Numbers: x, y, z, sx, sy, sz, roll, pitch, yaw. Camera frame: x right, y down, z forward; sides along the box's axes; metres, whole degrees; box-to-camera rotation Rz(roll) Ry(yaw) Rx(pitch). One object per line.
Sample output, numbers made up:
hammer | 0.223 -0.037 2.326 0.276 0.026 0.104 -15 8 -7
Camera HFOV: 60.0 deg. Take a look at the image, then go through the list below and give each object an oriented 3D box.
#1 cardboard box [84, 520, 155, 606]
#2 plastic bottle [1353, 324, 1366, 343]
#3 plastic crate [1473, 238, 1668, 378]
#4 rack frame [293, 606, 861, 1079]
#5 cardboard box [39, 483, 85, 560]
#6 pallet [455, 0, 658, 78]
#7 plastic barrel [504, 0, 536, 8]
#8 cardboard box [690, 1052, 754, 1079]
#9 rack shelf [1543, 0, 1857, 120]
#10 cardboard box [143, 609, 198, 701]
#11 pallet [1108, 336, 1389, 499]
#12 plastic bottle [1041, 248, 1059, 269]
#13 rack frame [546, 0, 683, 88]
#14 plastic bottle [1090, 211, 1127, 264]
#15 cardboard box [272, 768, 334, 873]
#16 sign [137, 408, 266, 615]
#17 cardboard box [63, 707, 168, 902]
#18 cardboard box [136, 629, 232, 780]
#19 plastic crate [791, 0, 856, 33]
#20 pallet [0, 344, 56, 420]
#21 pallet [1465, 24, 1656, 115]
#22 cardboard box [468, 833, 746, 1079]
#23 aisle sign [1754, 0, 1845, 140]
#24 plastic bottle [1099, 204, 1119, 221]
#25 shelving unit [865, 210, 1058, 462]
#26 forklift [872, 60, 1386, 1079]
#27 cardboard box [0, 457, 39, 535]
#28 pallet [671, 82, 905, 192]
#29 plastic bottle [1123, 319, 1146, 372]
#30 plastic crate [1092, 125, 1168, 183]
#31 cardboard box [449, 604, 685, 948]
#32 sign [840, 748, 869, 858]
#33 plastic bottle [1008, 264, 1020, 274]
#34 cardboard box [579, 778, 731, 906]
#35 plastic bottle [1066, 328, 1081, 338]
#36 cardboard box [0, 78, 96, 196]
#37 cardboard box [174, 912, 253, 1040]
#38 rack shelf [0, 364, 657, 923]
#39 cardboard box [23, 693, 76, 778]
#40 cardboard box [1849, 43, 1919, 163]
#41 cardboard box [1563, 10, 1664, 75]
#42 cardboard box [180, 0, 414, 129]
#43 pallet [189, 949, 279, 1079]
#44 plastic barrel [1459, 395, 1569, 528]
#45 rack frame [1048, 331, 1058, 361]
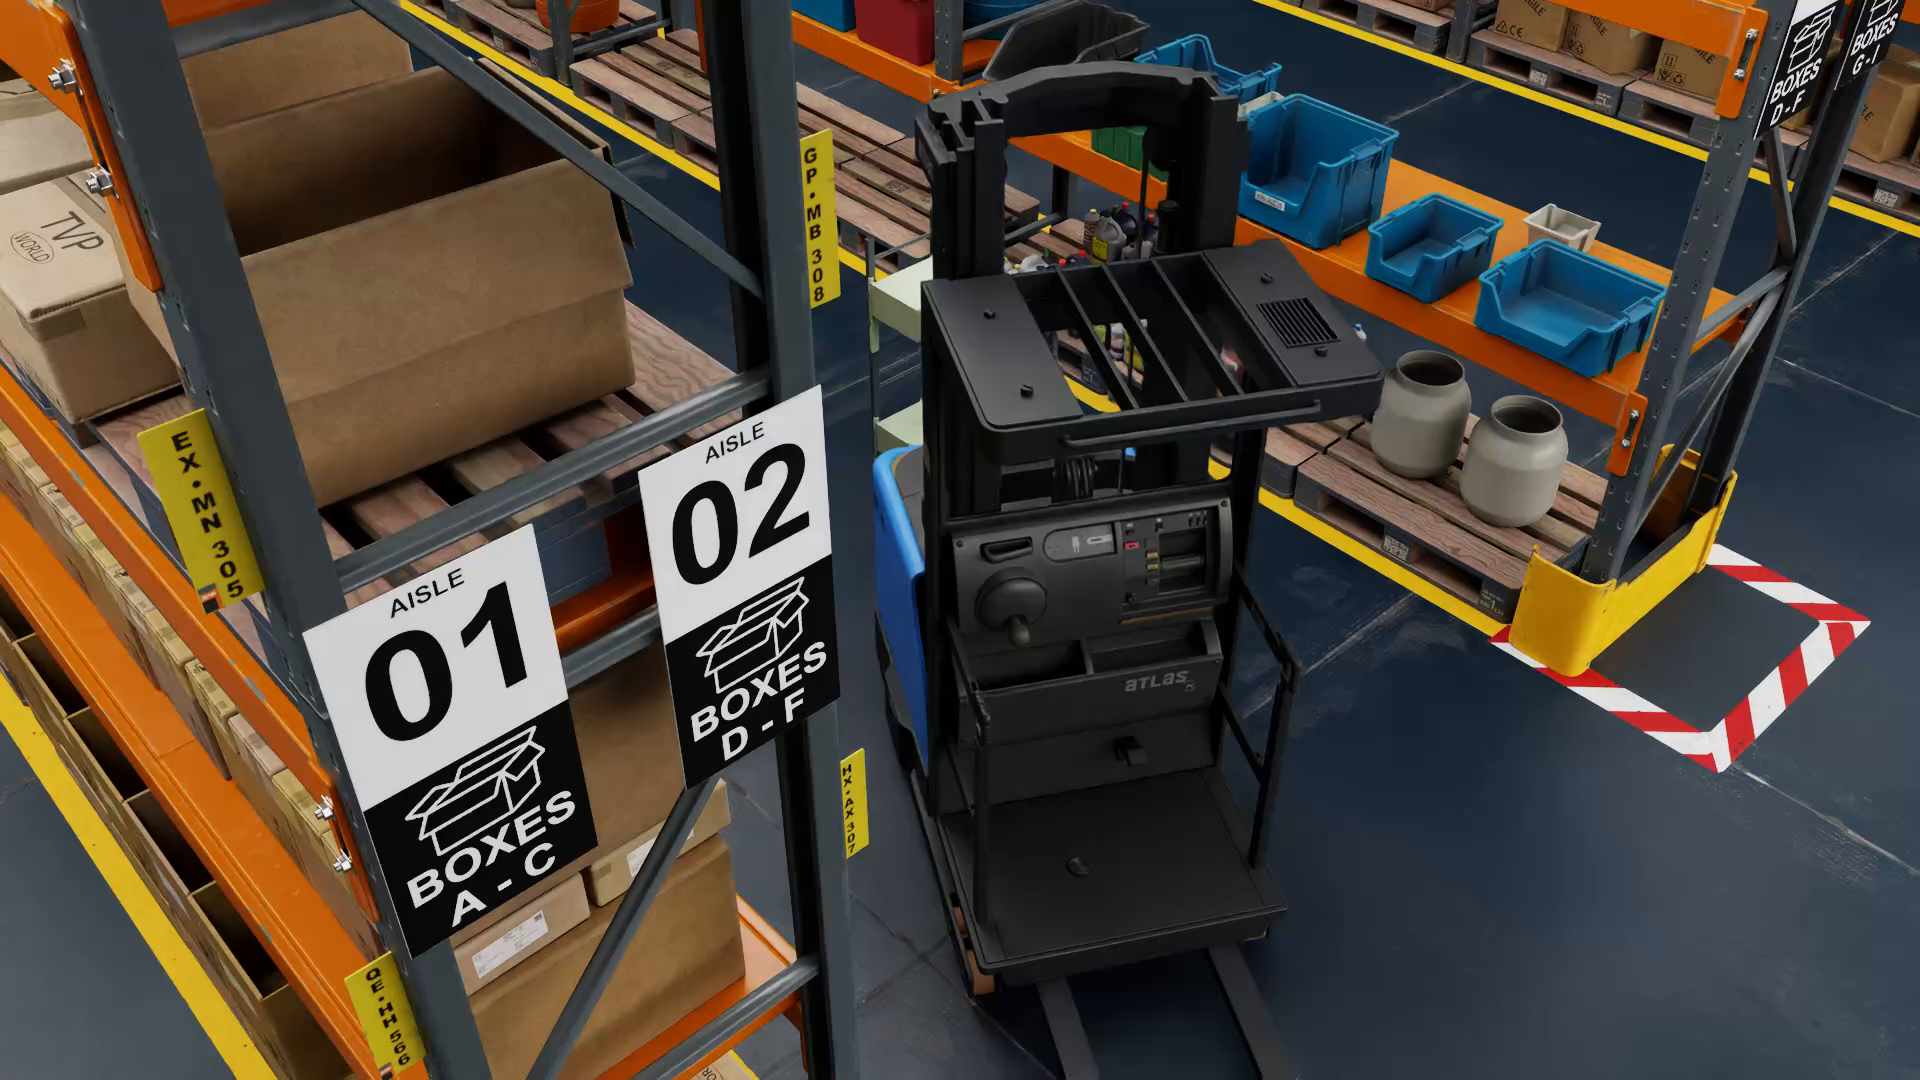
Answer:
cardboard box | -2.051 -0.276 4.592 0.700 0.500 0.500 -30 48 -32
plastic bottle | 1.986 -0.965 8.379 0.097 0.271 0.097 0 39 0
plastic crate | 2.424 -0.930 6.633 0.499 0.251 0.616 -30 48 -32
rack frame | -0.668 1.220 3.853 1.000 3.000 0.127 -30 48 -32
cardboard box | -2.460 -0.122 4.917 0.380 0.149 0.250 -31 48 -33
pallet | -2.992 -3.848 12.347 1.003 0.211 1.213 -30 48 -32
plastic barrel | -3.219 -4.224 12.239 0.421 0.512 0.421 0 39 0
cardboard box | -0.867 1.783 5.009 0.500 0.250 0.500 -30 48 -32
rack shelf | 1.630 -2.696 6.886 1.077 0.370 4.000 -30 48 -32
cardboard box | -1.944 0.234 4.477 0.380 0.149 0.250 -29 47 -31
pallet | 1.530 -0.757 8.519 1.003 0.211 1.213 -30 48 -32
plastic bottle | 0.487 -1.423 8.936 0.061 0.283 0.133 -30 48 -32
rack frame | -2.428 -4.586 11.041 1.000 3.000 0.127 -30 48 -32
plastic bottle | 0.819 -1.639 9.150 0.144 0.351 0.185 -30 48 -32
cardboard box | -1.418 0.594 4.032 0.380 0.149 0.250 -31 48 -32
sign | -1.078 -0.037 2.379 0.100 0.325 0.005 -30 48 -32
cardboard box | -2.614 0.793 5.638 0.500 0.500 0.500 -30 48 -32
cardboard box | -2.024 0.244 4.981 0.700 0.500 0.500 -28 47 -31
plastic crate | -0.698 -3.107 9.222 0.392 0.384 0.575 -30 48 -32
pallet | -1.957 -0.816 4.056 1.003 0.211 1.213 -30 48 -32
pallet | 4.406 -3.459 11.865 1.003 0.211 1.213 -30 48 -32
cardboard box | -0.975 0.959 4.095 0.700 0.500 0.500 -30 48 -32
aisle sign | 2.812 -1.735 5.442 0.394 0.787 0.004 -30 48 -32
plastic bottle | 0.846 -1.767 9.362 0.061 0.283 0.133 -28 46 -30
shelving unit | 0.005 -0.580 7.275 0.431 1.500 0.755 -30 48 -32
forklift | 0.485 0.174 5.202 1.130 2.935 3.031 -9 40 -10
cardboard box | -3.069 -0.468 5.862 0.700 0.500 0.500 -31 48 -33
pallet | -1.112 -2.562 10.754 1.003 0.211 1.213 -30 48 -32
plastic bottle | 0.933 -1.041 8.410 0.144 0.351 0.185 -30 48 -32
plastic crate | 0.987 -1.904 7.889 0.450 0.188 0.662 -30 48 -32
cardboard box | -1.011 0.430 3.718 0.700 0.500 0.500 -30 48 -32
sign | -0.256 0.619 3.844 0.100 0.325 0.005 -30 48 -32
plastic bottle | 0.307 -1.389 8.960 0.097 0.201 0.097 0 39 0
cardboard box | -0.775 0.655 3.956 0.380 0.149 0.250 -30 48 -32
plastic bottle | 0.645 -1.238 8.654 0.185 0.351 0.144 32 49 33
cardboard box | -2.018 -0.809 3.602 0.500 0.311 0.500 -24 45 -27
cardboard box | -2.272 1.314 5.590 0.500 0.250 0.500 -30 48 -32
rack shelf | -2.021 -0.593 4.282 1.077 0.370 4.000 -30 48 -32
cardboard box | -3.284 0.618 6.451 0.500 0.250 0.500 -30 48 -32
cardboard box | 5.791 -2.738 10.407 0.500 0.500 0.500 -18 42 -21
cardboard box | 4.560 -3.567 11.434 0.500 0.500 0.500 -16 42 -19
cardboard box | -1.590 -1.089 3.798 0.500 0.500 0.500 -30 48 -32
pallet | -2.038 1.404 5.844 1.003 0.211 1.213 -30 48 -32
plastic barrel | 2.481 -0.351 7.443 0.421 0.512 0.421 0 39 0
rack frame | 0.252 -0.411 7.065 0.400 1.500 0.023 -30 48 -32
